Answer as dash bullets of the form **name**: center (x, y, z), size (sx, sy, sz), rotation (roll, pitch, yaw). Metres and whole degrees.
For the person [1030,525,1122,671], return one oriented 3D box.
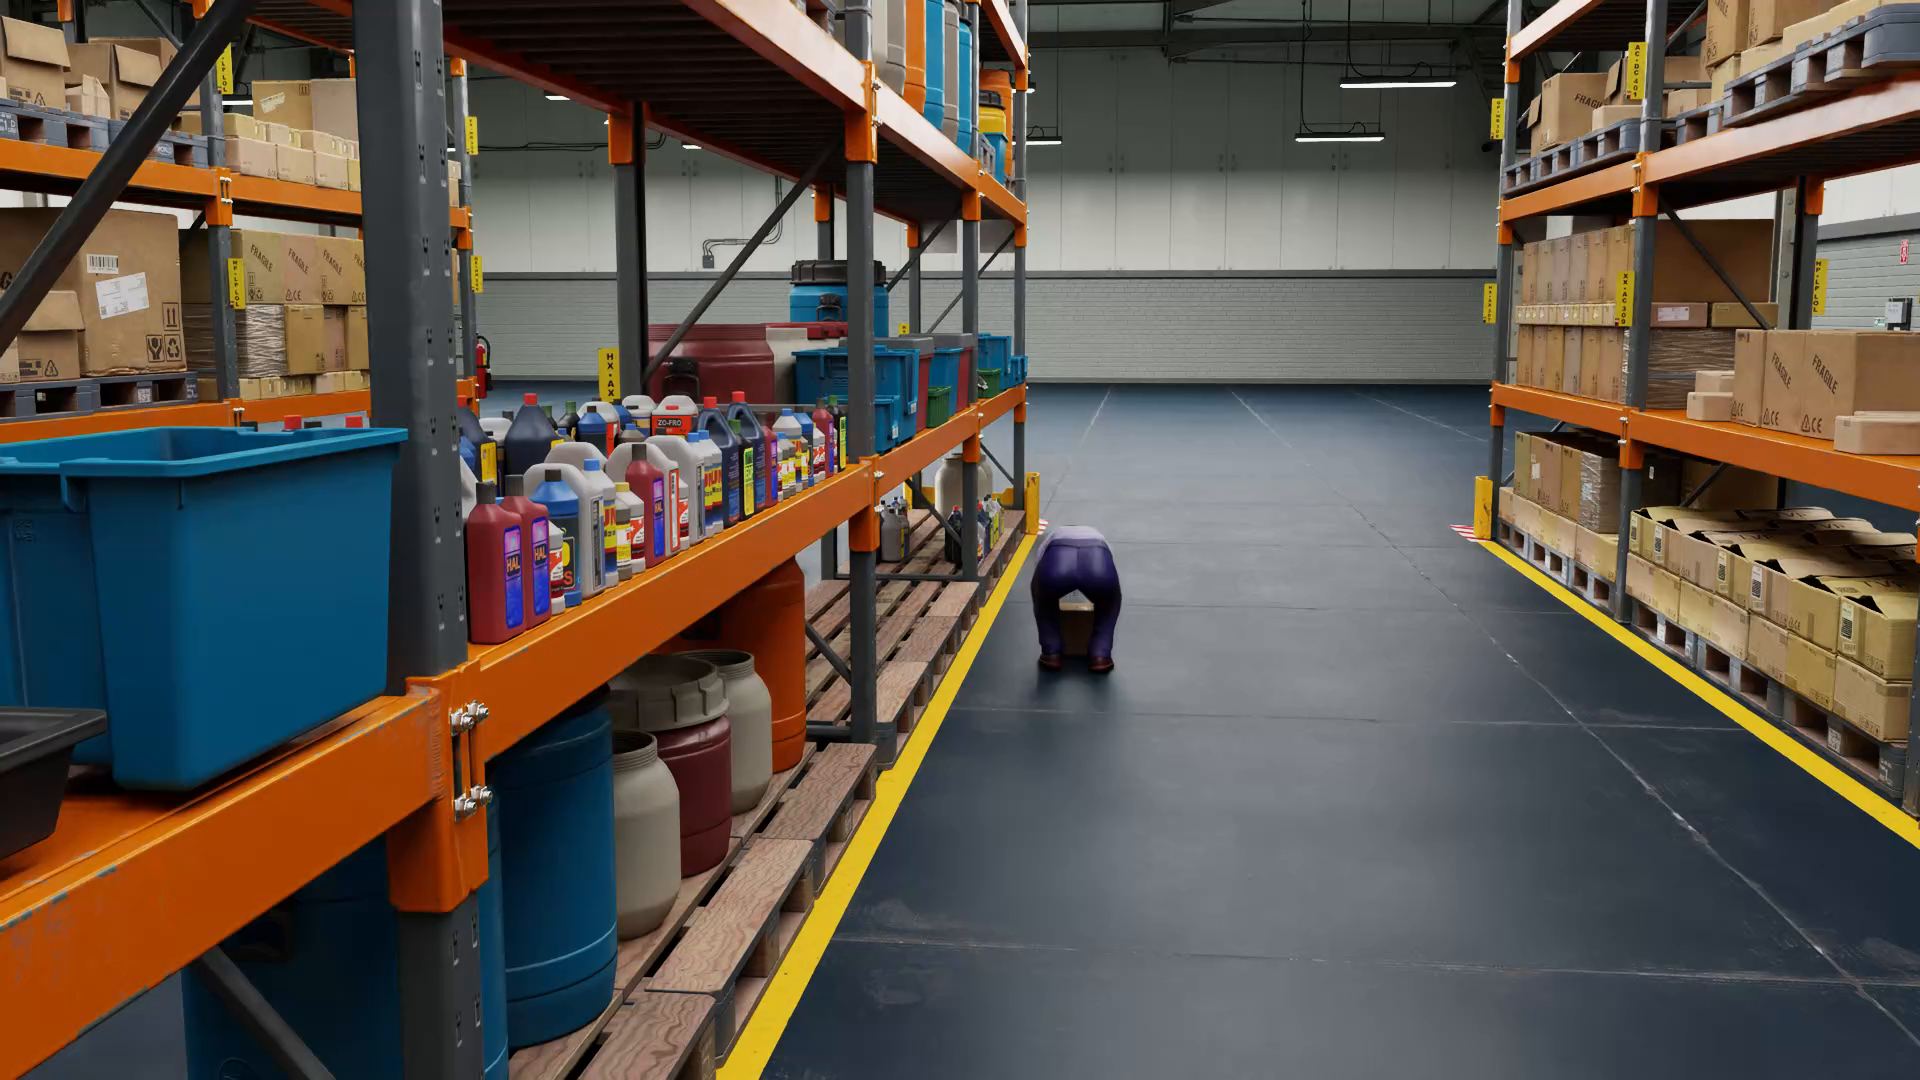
- **person**: center (0.628, 0.321, 9.014), size (0.504, 0.733, 0.905), rotation (1, 8, 4)
